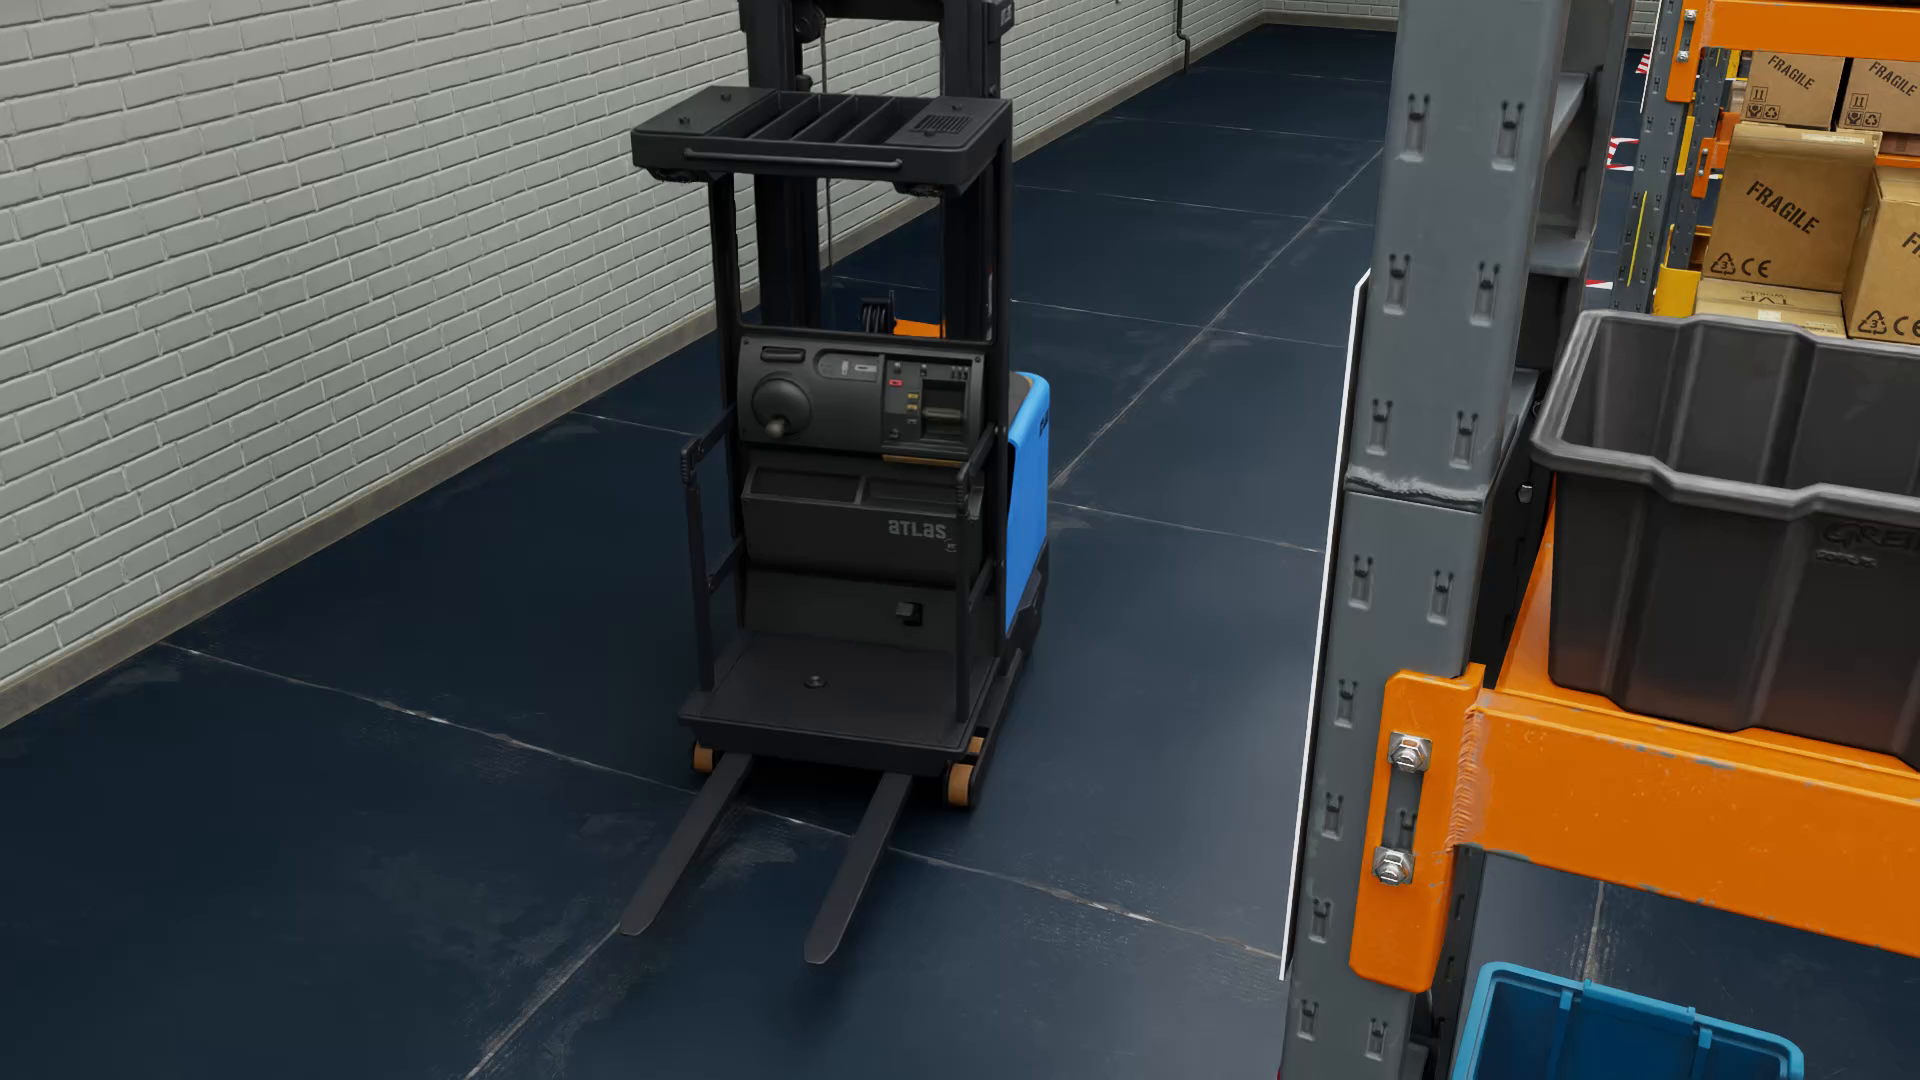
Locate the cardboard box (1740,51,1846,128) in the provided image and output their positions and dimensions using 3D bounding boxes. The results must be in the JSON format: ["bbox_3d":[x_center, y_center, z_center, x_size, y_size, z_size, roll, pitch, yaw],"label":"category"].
[{"bbox_3d":[5.112,-2.843,10.178,0.500,0.500,0.500,13,29,24],"label":"cardboard box"}]

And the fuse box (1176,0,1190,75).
[{"bbox_3d":[2.634,-6.128,18.759,0.414,1.711,0.539,11,28,22],"label":"fuse box"}]

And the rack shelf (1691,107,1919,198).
[{"bbox_3d":[6.638,-2.169,10.074,4.000,0.370,1.077,11,28,22],"label":"rack shelf"}]

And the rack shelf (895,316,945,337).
[{"bbox_3d":[-0.151,-0.921,7.873,0.480,0.148,0.258,11,28,22],"label":"rack shelf"}]

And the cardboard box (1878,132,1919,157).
[{"bbox_3d":[5.741,-2.461,10.137,0.250,0.149,0.380,13,29,24],"label":"cardboard box"}]

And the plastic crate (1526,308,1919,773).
[{"bbox_3d":[0.857,0.005,1.595,0.590,0.269,0.497,11,28,22],"label":"plastic crate"}]

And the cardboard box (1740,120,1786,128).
[{"bbox_3d":[4.977,-2.554,10.325,0.250,0.149,0.380,11,28,21],"label":"cardboard box"}]

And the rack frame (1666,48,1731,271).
[{"bbox_3d":[4.818,-2.857,10.658,0.127,3.000,1.000,11,28,22],"label":"rack frame"}]

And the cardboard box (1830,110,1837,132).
[{"bbox_3d":[5.677,-2.698,10.619,0.250,0.149,0.380,11,28,21],"label":"cardboard box"}]

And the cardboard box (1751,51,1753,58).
[{"bbox_3d":[9.343,-5.781,18.947,0.637,0.503,0.797,10,28,20],"label":"cardboard box"}]

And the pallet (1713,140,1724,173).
[{"bbox_3d":[7.535,-3.500,15.121,1.213,0.211,1.003,11,28,22],"label":"pallet"}]

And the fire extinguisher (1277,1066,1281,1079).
[{"bbox_3d":[0.673,1.102,3.126,0.183,0.674,0.296,11,28,22],"label":"fire extinguisher"}]

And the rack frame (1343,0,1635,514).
[{"bbox_3d":[0.622,-1.582,1.275,0.127,3.000,1.000,11,28,22],"label":"rack frame"}]

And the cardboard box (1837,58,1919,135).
[{"bbox_3d":[5.610,-2.755,10.000,0.500,0.500,0.500,11,28,22],"label":"cardboard box"}]

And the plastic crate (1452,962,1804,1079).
[{"bbox_3d":[1.004,1.053,2.607,0.499,0.435,0.616,11,28,22],"label":"plastic crate"}]

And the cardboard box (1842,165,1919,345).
[{"bbox_3d":[3.453,-0.996,5.862,0.500,0.500,0.500,11,28,21],"label":"cardboard box"}]

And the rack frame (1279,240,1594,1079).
[{"bbox_3d":[0.622,1.110,2.600,0.127,3.000,1.000,11,28,22],"label":"rack frame"}]

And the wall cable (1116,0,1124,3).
[{"bbox_3d":[1.632,-6.358,16.582,0.123,1.953,0.585,11,28,22],"label":"wall cable"}]

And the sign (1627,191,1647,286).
[{"bbox_3d":[2.437,-1.083,5.985,0.005,0.325,0.100,11,28,22],"label":"sign"}]

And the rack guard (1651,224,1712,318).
[{"bbox_3d":[4.887,-1.722,11.182,0.348,0.500,1.175,11,28,22],"label":"rack guard"}]

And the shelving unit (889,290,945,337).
[{"bbox_3d":[-0.151,-0.569,8.046,0.503,1.200,0.258,11,28,22],"label":"shelving unit"}]

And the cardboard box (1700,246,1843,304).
[{"bbox_3d":[3.223,-0.966,6.649,0.500,0.250,0.500,11,28,21],"label":"cardboard box"}]

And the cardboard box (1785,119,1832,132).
[{"bbox_3d":[5.226,-2.524,10.265,0.250,0.149,0.380,12,29,24],"label":"cardboard box"}]

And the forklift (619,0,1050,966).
[{"bbox_3d":[-0.415,-0.497,5.942,1.130,2.935,3.031,6,27,11],"label":"forklift"}]

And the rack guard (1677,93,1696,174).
[{"bbox_3d":[6.753,-3.749,15.299,0.348,0.500,1.175,11,28,22],"label":"rack guard"}]

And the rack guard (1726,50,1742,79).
[{"bbox_3d":[8.895,-5.727,19.317,0.348,0.500,1.175,11,28,22],"label":"rack guard"}]

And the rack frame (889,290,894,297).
[{"bbox_3d":[-0.373,-0.613,8.137,0.015,1.200,0.240,11,28,22],"label":"rack frame"}]

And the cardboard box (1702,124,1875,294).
[{"bbox_3d":[3.225,-1.301,6.480,0.500,0.500,0.500,12,29,22],"label":"cardboard box"}]

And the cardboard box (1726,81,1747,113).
[{"bbox_3d":[7.417,-3.825,15.048,0.875,0.438,0.875,10,28,20],"label":"cardboard box"}]

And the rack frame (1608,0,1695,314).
[{"bbox_3d":[2.672,-0.882,6.645,0.127,3.000,1.000,11,28,22],"label":"rack frame"}]

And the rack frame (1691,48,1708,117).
[{"bbox_3d":[6.775,-4.866,14.738,0.127,3.000,1.000,11,28,22],"label":"rack frame"}]

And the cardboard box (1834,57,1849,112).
[{"bbox_3d":[5.800,-2.961,10.418,0.500,0.500,0.500,11,28,21],"label":"cardboard box"}]

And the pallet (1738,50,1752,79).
[{"bbox_3d":[9.621,-5.452,19.086,1.213,0.211,1.003,11,28,22],"label":"pallet"}]

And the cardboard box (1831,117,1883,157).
[{"bbox_3d":[5.448,-2.453,10.121,0.250,0.149,0.380,11,28,20],"label":"cardboard box"}]

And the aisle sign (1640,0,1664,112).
[{"bbox_3d":[2.483,-1.940,5.852,0.004,0.787,0.394,11,28,22],"label":"aisle sign"}]

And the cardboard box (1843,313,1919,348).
[{"bbox_3d":[3.474,-0.659,6.026,0.500,0.250,0.500,11,28,21],"label":"cardboard box"}]

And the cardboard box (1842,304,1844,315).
[{"bbox_3d":[3.685,-0.873,6.460,0.500,0.250,0.500,11,28,21],"label":"cardboard box"}]

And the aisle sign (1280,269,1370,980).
[{"bbox_3d":[0.434,0.050,1.810,0.004,0.787,0.394,11,28,22],"label":"aisle sign"}]

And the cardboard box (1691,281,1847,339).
[{"bbox_3d":[2.998,-0.751,6.213,0.500,0.250,0.500,11,28,20],"label":"cardboard box"}]

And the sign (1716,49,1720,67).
[{"bbox_3d":[4.593,-3.028,10.023,0.005,0.325,0.100,11,28,22],"label":"sign"}]

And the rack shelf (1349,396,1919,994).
[{"bbox_3d":[2.443,0.453,1.353,4.000,0.370,1.077,11,28,22],"label":"rack shelf"}]

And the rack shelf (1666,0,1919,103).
[{"bbox_3d":[4.493,-1.539,5.398,4.000,0.370,1.077,11,28,22],"label":"rack shelf"}]
